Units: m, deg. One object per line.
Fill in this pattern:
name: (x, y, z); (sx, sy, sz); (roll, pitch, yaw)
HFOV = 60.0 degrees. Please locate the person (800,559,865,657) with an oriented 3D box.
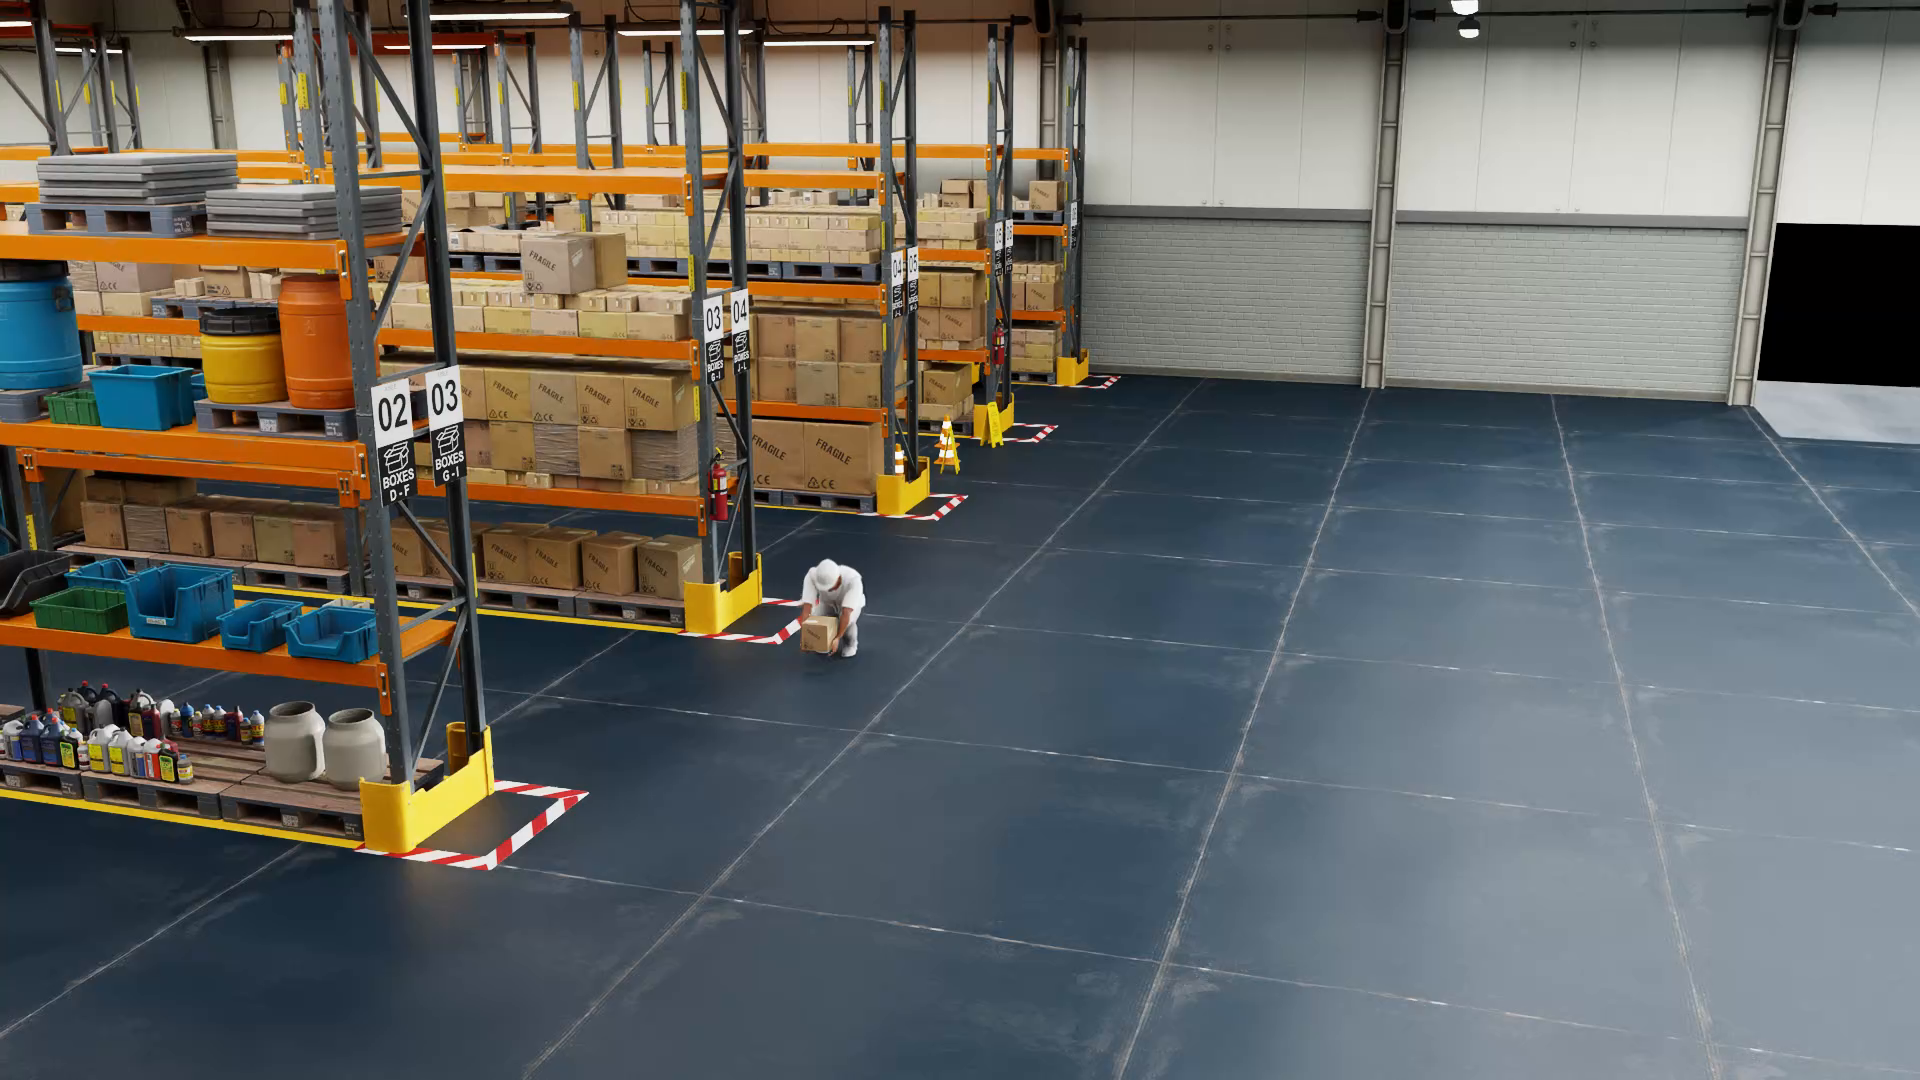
person: (-1.139, 0.596, 15.234); (0.546, 1.005, 0.911); (4, 15, 15)
